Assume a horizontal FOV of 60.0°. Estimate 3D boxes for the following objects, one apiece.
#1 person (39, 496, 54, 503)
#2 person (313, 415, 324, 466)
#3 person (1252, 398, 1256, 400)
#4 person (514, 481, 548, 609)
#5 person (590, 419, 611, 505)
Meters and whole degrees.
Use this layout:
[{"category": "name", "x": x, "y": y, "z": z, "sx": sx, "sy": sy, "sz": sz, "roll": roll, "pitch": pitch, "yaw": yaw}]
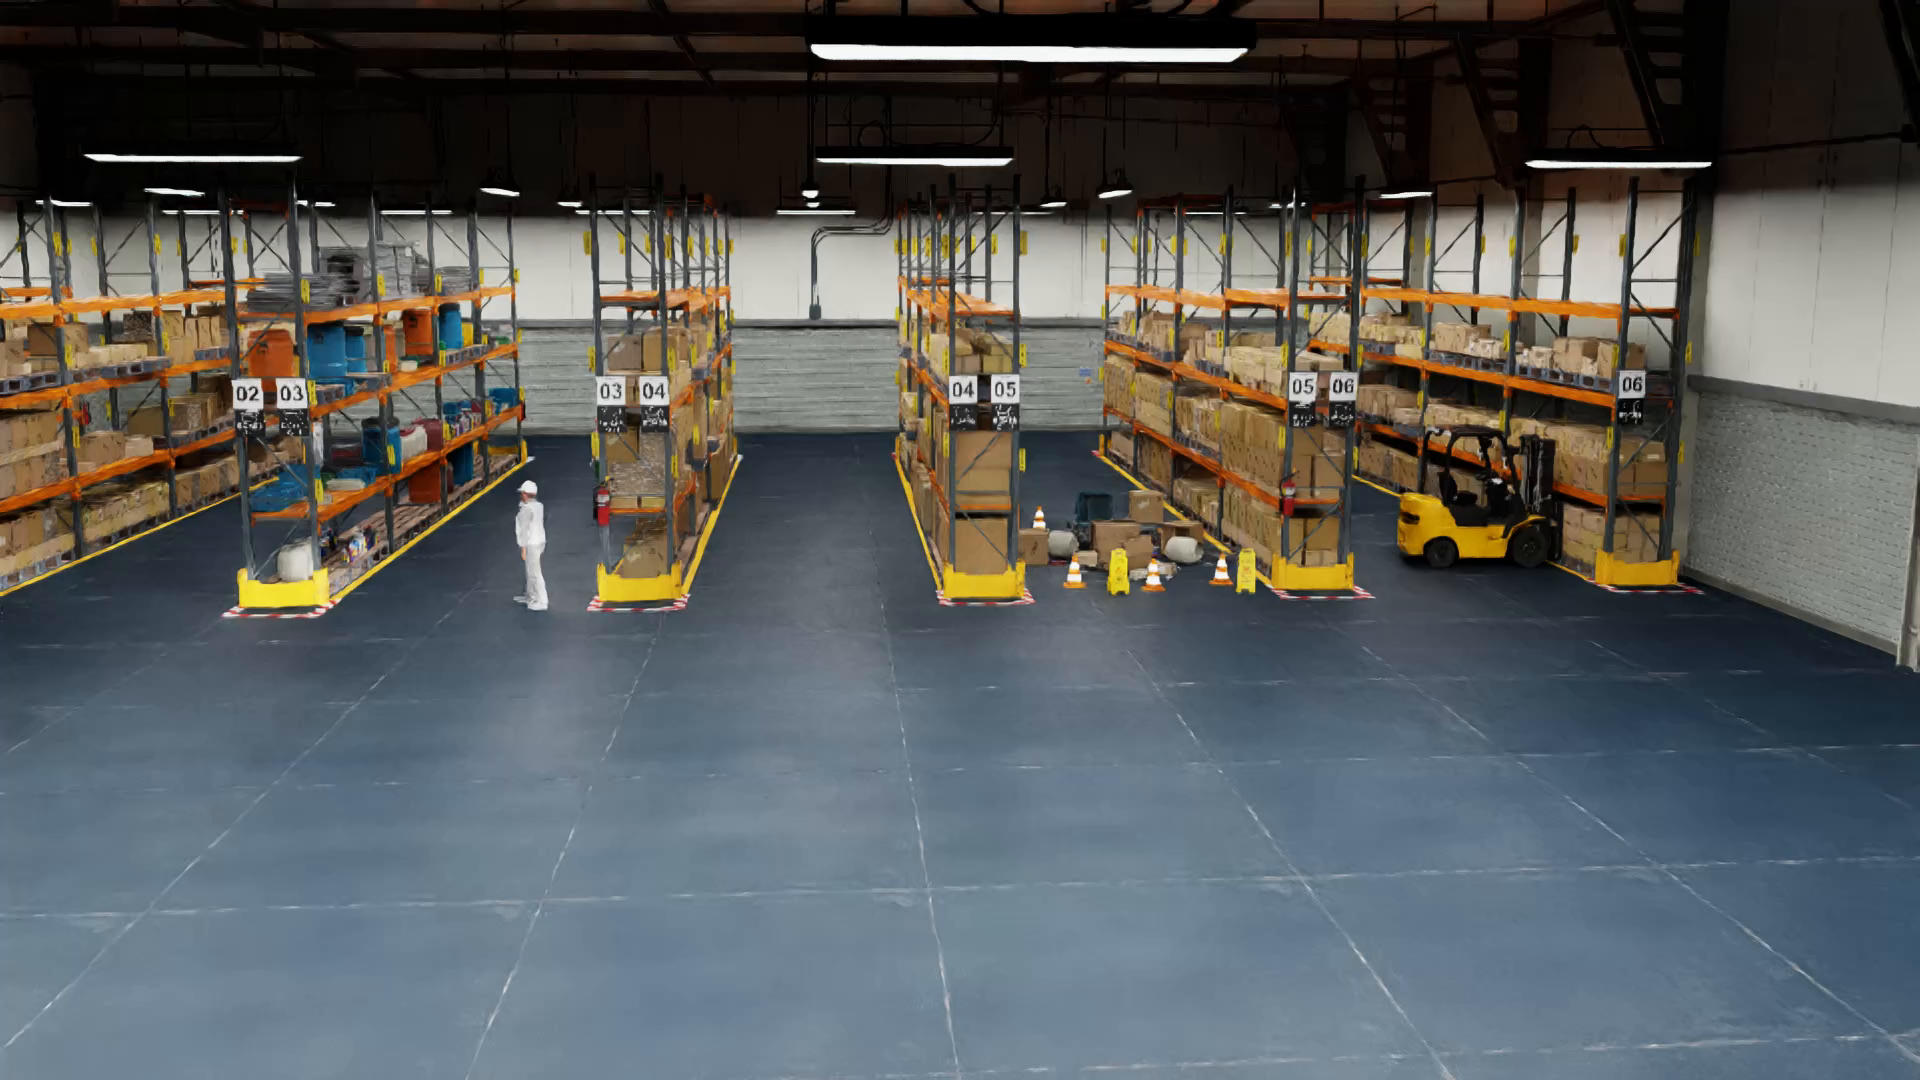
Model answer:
[{"category": "person", "x": -17.536, "y": -1.419, "z": 31.973, "sx": 0.423, "sy": 1.655, "sz": 0.508, "roll": -6, "pitch": 12, "yaw": -32}, {"category": "person", "x": -13.185, "y": -1.845, "z": 34.216, "sx": 0.364, "sy": 1.680, "sz": 0.582, "roll": -5, "pitch": 11, "yaw": -26}, {"category": "person", "x": 6.405, "y": -2.309, "z": 36.560, "sx": 0.642, "sy": 1.774, "sz": 0.684, "roll": 4, "pitch": 11, "yaw": 21}, {"category": "person", "x": -6.040, "y": 0.047, "z": 23.290, "sx": 0.613, "sy": 1.768, "sz": 0.728, "roll": 1, "pitch": 10, "yaw": 7}, {"category": "person", "x": -6.975, "y": -1.570, "z": 32.362, "sx": 0.577, "sy": 1.785, "sz": 0.655, "roll": 5, "pitch": 11, "yaw": 25}]
